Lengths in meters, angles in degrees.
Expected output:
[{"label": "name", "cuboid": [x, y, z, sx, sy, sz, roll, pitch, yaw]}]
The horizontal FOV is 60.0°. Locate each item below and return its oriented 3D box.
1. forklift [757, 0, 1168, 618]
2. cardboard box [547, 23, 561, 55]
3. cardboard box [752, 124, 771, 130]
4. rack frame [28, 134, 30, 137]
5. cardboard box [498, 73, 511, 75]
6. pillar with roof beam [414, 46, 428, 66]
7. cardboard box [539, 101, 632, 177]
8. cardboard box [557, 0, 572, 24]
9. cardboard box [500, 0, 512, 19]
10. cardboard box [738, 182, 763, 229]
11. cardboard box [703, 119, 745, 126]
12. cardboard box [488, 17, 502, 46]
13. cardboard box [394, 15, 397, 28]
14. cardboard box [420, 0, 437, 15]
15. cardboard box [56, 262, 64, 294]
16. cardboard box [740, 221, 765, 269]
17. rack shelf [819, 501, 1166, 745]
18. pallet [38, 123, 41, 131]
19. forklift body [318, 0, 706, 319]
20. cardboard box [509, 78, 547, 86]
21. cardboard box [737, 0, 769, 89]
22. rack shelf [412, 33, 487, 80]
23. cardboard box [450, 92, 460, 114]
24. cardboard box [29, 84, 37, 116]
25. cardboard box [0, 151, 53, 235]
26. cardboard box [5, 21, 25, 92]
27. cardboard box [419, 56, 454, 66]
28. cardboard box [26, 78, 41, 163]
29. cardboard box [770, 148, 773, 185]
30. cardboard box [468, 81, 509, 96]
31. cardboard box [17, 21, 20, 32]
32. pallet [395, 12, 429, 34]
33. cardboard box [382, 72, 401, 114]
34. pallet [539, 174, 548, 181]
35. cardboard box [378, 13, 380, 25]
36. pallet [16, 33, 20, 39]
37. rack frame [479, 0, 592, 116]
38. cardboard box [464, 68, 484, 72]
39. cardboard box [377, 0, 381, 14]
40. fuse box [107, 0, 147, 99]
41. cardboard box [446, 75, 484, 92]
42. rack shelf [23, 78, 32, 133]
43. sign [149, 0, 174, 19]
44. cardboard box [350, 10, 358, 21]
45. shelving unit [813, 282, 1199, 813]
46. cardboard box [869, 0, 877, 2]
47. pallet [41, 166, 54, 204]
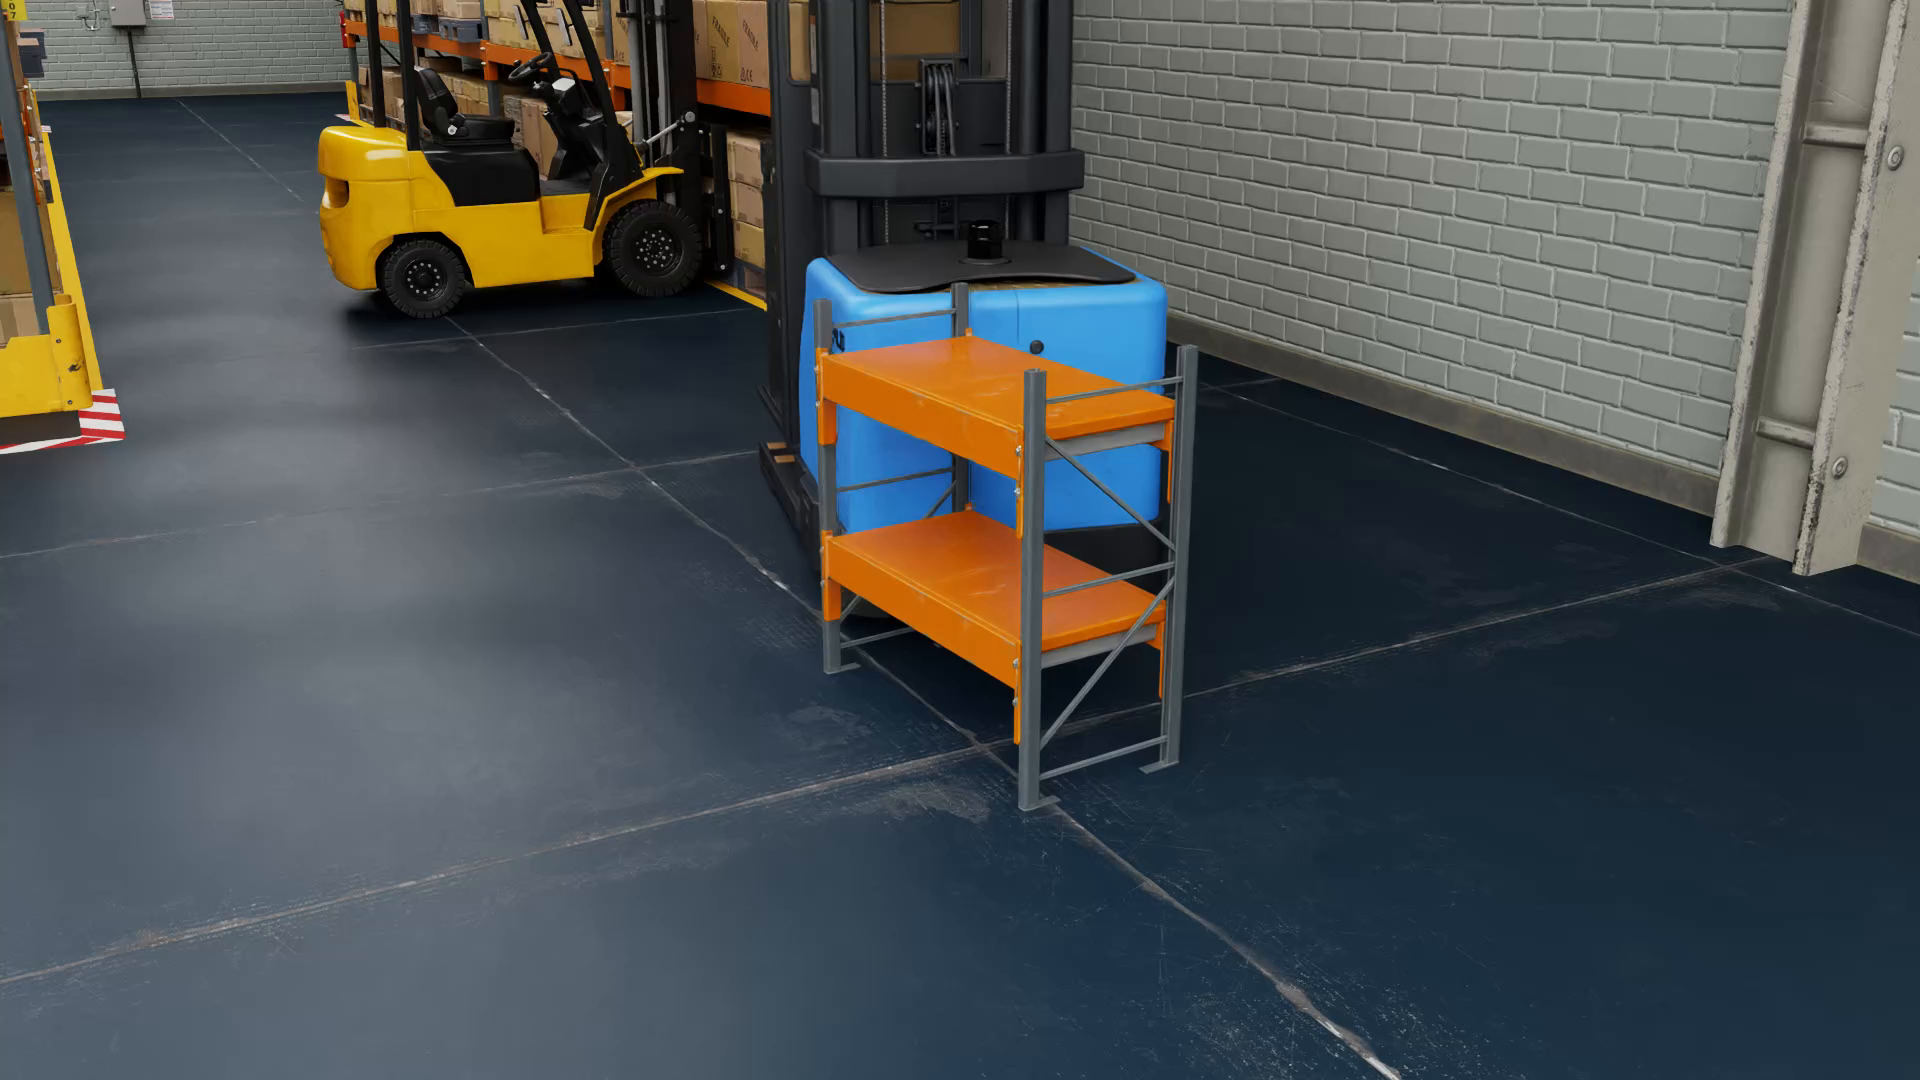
[{"label": "forklift", "cuboid": [-0.201, -1.586, 6.233, 1.130, 2.935, 3.031, -5, 20, -14]}, {"label": "cardboard box", "cuboid": [-3.161, -4.228, 14.014, 0.500, 0.250, 0.500, -10, 21, -26]}, {"label": "cardboard box", "cuboid": [-1.107, -2.730, 11.484, 0.500, 0.250, 0.500, -10, 22, -28]}, {"label": "rack frame", "cuboid": [-6.606, -3.134, 10.614, 1.000, 3.000, 0.127, -10, 21, -27]}, {"label": "cardboard box", "cuboid": [-5.129, -5.163, 18.688, 0.380, 0.149, 0.250, -9, 21, -25]}, {"label": "pillar with roof beam", "cuboid": [-12.213, -10.431, 22.565, 9.100, 9.000, 0.400, -10, 21, -27]}, {"label": "cardboard box", "cuboid": [-3.218, -3.567, 14.867, 0.875, 0.625, 0.625, -11, 22, -29]}, {"label": "cardboard box", "cuboid": [-2.948, -4.317, 13.507, 0.500, 0.250, 0.500, -11, 22, -28]}, {"label": "cardboard box", "cuboid": [-3.906, -4.908, 15.220, 0.500, 0.250, 0.500, -9, 21, -25]}, {"label": "cardboard box", "cuboid": [-1.075, -2.127, 10.503, 0.500, 0.250, 0.500, -10, 22, -27]}, {"label": "cardboard box", "cuboid": [-1.806, -2.798, 11.680, 0.500, 0.250, 0.500, -9, 21, -25]}, {"label": "cardboard box", "cuboid": [-4.143, -4.816, 15.719, 0.500, 0.250, 0.500, -10, 21, -26]}, {"label": "cardboard box", "cuboid": [-6.555, -6.205, 19.901, 0.380, 0.149, 0.250, -9, 21, -25]}, {"label": "cardboard box", "cuboid": [-5.387, -5.898, 17.829, 0.700, 0.500, 0.500, -10, 21, -27]}, {"label": "cardboard box", "cuboid": [-5.082, -1.306, 8.890, 0.500, 0.250, 0.500, -9, 21, -25]}, {"label": "cardboard box", "cuboid": [-1.069, -1.884, 10.565, 0.500, 0.250, 0.500, -10, 21, -27]}, {"label": "rack shelf", "cuboid": [0.086, 0.194, 4.594, 0.538, 0.278, 1.000, -12, 22, -31]}, {"label": "pallet", "cuboid": [-11.280, -4.693, 19.408, 1.003, 0.211, 1.213, -10, 21, -27]}, {"label": "forklift body", "cuboid": [-2.846, -2.616, 10.415, 2.313, 2.155, 1.214, -10, 21, -27]}, {"label": "cardboard box", "cuboid": [-4.617, -4.873, 17.848, 0.380, 0.149, 0.250, -10, 22, -28]}, {"label": "cardboard box", "cuboid": [-1.043, -3.054, 10.229, 0.500, 0.500, 0.500, -9, 21, -25]}, {"label": "rack shelf", "cuboid": [-5.089, -5.286, 17.954, 1.077, 0.370, 4.000, -10, 21, -27]}, {"label": "cardboard box", "cuboid": [-5.271, -4.598, 18.047, 0.500, 0.500, 0.500, -11, 22, -29]}, {"label": "cardboard box", "cuboid": [-11.461, -5.130, 19.685, 0.875, 0.438, 0.875, -9, 21, -25]}, {"label": "cardboard box", "cuboid": [-5.602, -1.967, 9.654, 0.500, 0.500, 0.500, -9, 21, -24]}, {"label": "cardboard box", "cuboid": [-4.687, -2.352, 7.740, 0.500, 0.500, 0.500, -10, 22, -27]}, {"label": "cardboard box", "cuboid": [-6.049, -5.529, 19.295, 0.380, 0.149, 0.250, -10, 22, -28]}, {"label": "cardboard box", "cuboid": [-9.180, -3.944, 15.576, 0.875, 0.875, 0.875, -10, 21, -26]}, {"label": "cardboard box", "cuboid": [-0.833, -2.211, 9.978, 0.500, 0.250, 0.500, -9, 21, -25]}, {"label": "cardboard box", "cuboid": [-4.925, -4.717, 17.396, 0.380, 0.149, 0.250, -9, 21, -25]}, {"label": "cardboard box", "cuboid": [-7.537, -4.023, 12.932, 0.380, 0.149, 0.250, -10, 21, -26]}, {"label": "pallet", "cuboid": [-5.755, -5.863, 18.818, 1.003, 0.211, 1.213, -10, 21, -27]}, {"label": "cardboard box", "cuboid": [-7.196, -5.756, 21.403, 0.500, 0.500, 0.500, -10, 21, -26]}, {"label": "pallet", "cuboid": [-3.207, -3.142, 14.912, 1.003, 0.211, 1.213, -10, 21, -27]}, {"label": "cardboard box", "cuboid": [-7.129, -6.579, 20.985, 0.380, 0.149, 0.250, -10, 21, -27]}, {"label": "pallet", "cuboid": [-7.529, -3.629, 12.345, 1.003, 0.211, 1.213, -10, 21, -27]}, {"label": "rack frame", "cuboid": [-4.139, -5.052, 16.173, 1.000, 3.000, 0.127, -10, 21, -27]}, {"label": "cardboard box", "cuboid": [-5.610, -5.463, 19.558, 0.380, 0.149, 0.250, -11, 22, -29]}, {"label": "cardboard box", "cuboid": [-6.971, -6.665, 20.622, 0.500, 0.250, 0.500, -10, 21, -27]}, {"label": "fuse box", "cuboid": [-13.084, -7.868, 26.310, 0.539, 1.711, 0.414, -10, 21, -27]}, {"label": "cardboard box", "cuboid": [-5.427, -5.014, 18.258, 0.380, 0.149, 0.250, -9, 21, -25]}, {"label": "rack shelf", "cuboid": [-7.556, -3.368, 12.395, 1.077, 0.370, 4.000, -10, 21, -27]}, {"label": "sign", "cuboid": [-12.748, -8.568, 26.509, 0.329, 0.494, 0.001, -10, 21, -27]}, {"label": "cardboard box", "cuboid": [-8.023, -7.093, 22.473, 0.380, 0.149, 0.250, -10, 21, -27]}, {"label": "shelving unit", "cuboid": [0.086, -0.037, 4.514, 0.538, 1.125, 1.048, -12, 22, -31]}, {"label": "cardboard box", "cuboid": [-0.446, -3.308, 9.971, 0.380, 0.149, 0.250, -10, 21, -27]}, {"label": "pallet", "cuboid": [-8.813, -3.202, 15.086, 1.003, 0.211, 1.213, -10, 21, -27]}]
